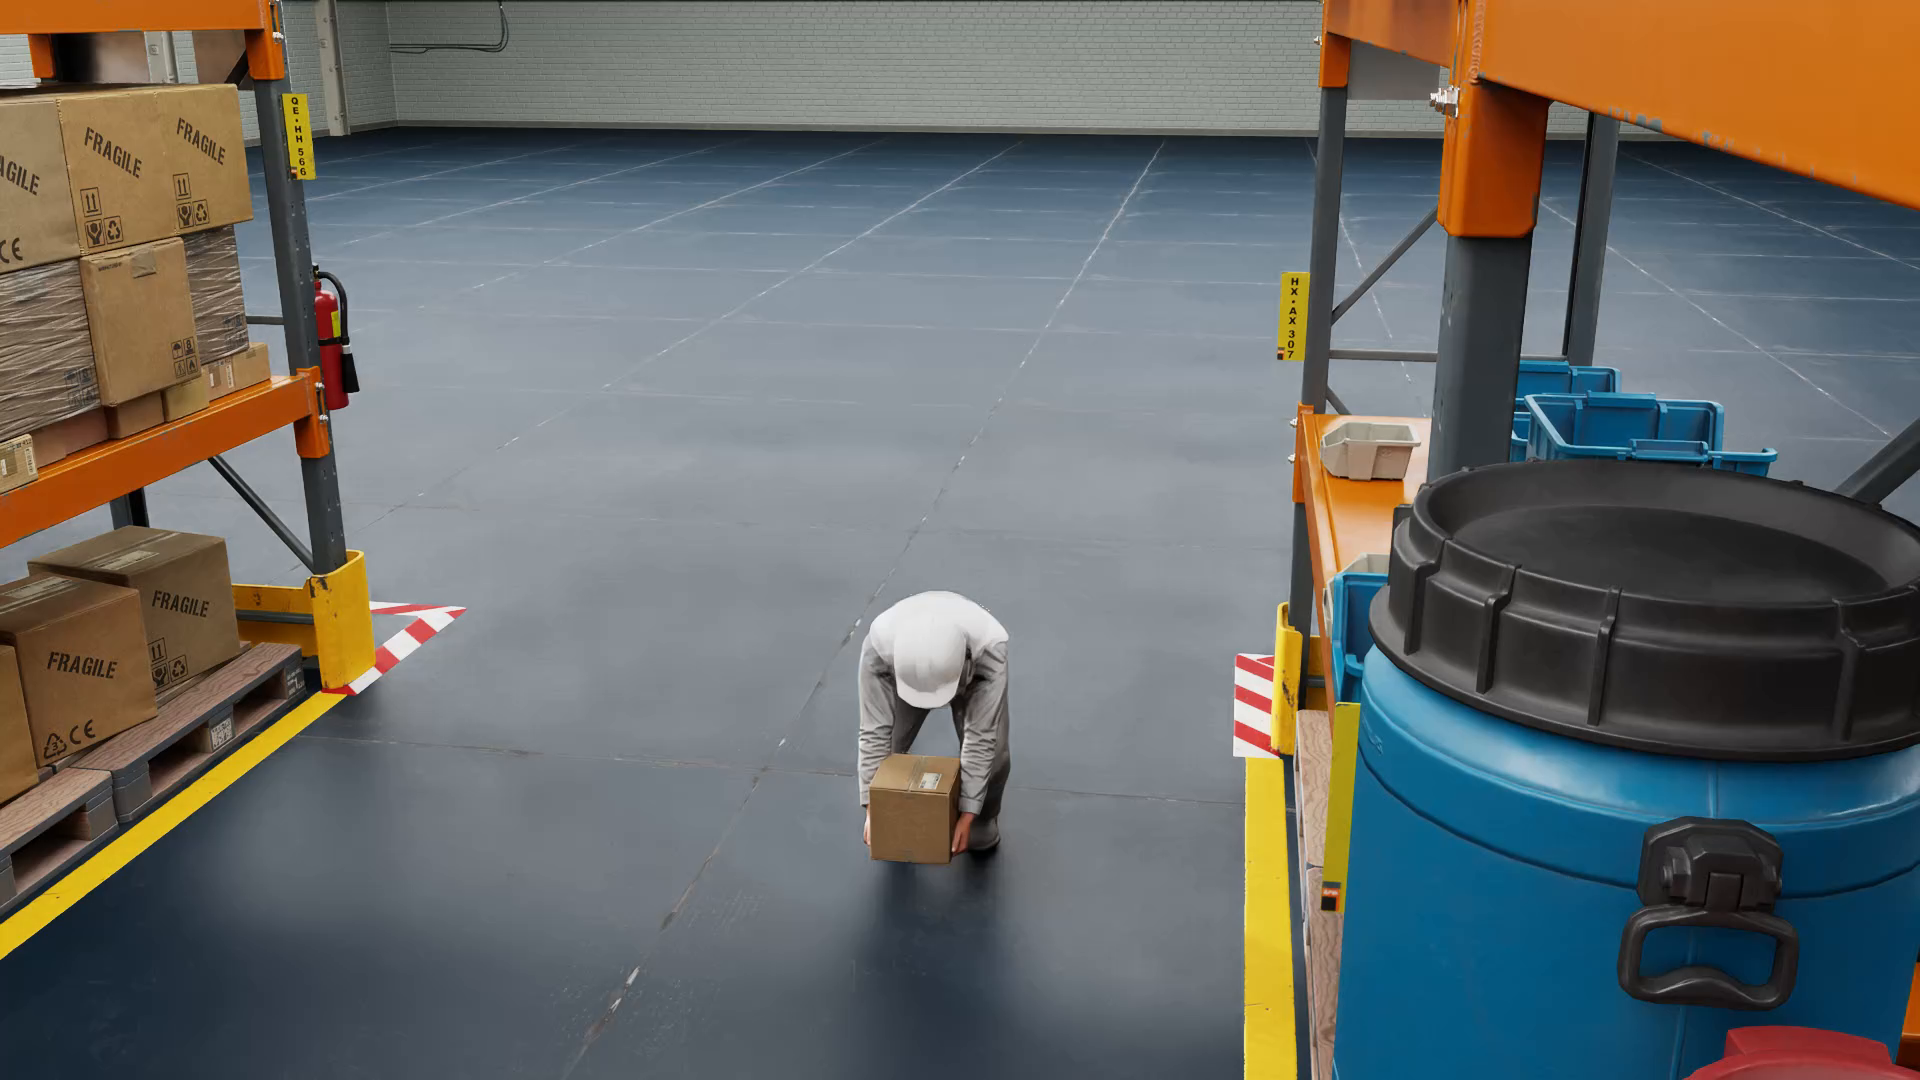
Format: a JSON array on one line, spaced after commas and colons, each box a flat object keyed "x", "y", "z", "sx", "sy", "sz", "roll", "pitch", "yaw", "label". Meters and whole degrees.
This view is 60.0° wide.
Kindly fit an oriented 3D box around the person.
[{"x": -0.081, "y": 0.587, "z": 5.462, "sx": 0.511, "sy": 0.996, "sz": 0.943, "roll": 2, "pitch": 18, "yaw": 7, "label": "person"}]
